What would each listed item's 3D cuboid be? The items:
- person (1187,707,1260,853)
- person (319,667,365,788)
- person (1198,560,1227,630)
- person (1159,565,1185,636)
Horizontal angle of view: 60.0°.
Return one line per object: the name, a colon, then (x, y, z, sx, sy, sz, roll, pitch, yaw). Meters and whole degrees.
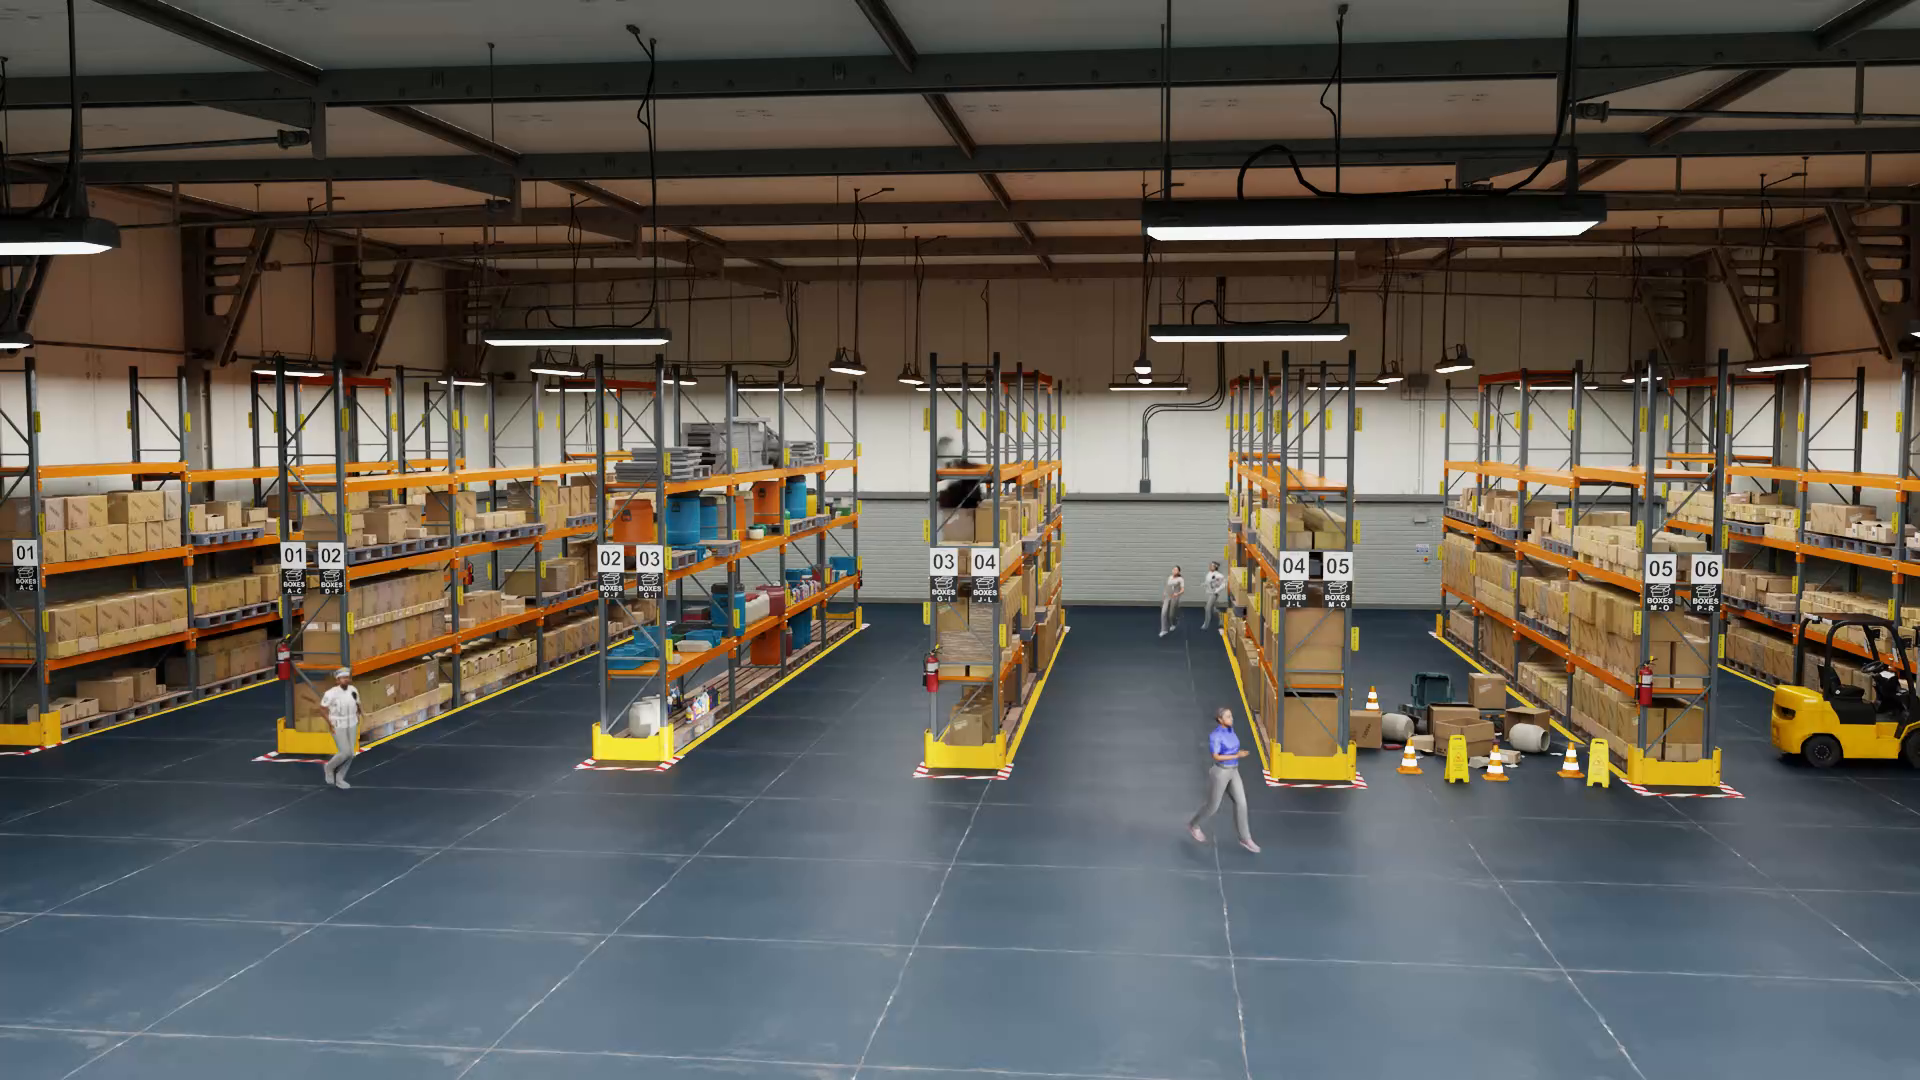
person: (3.093, 2.772, 19.470, 0.564, 1.656, 0.931, -4, 6, -44)
person: (-8.405, 2.565, 22.760, 0.565, 1.669, 0.564, 3, 5, 38)
person: (6.173, 1.330, 40.190, 0.814, 1.700, 0.628, -2, 4, -23)
person: (5.007, 1.422, 39.127, 0.605, 1.658, 0.796, 3, 5, 37)
